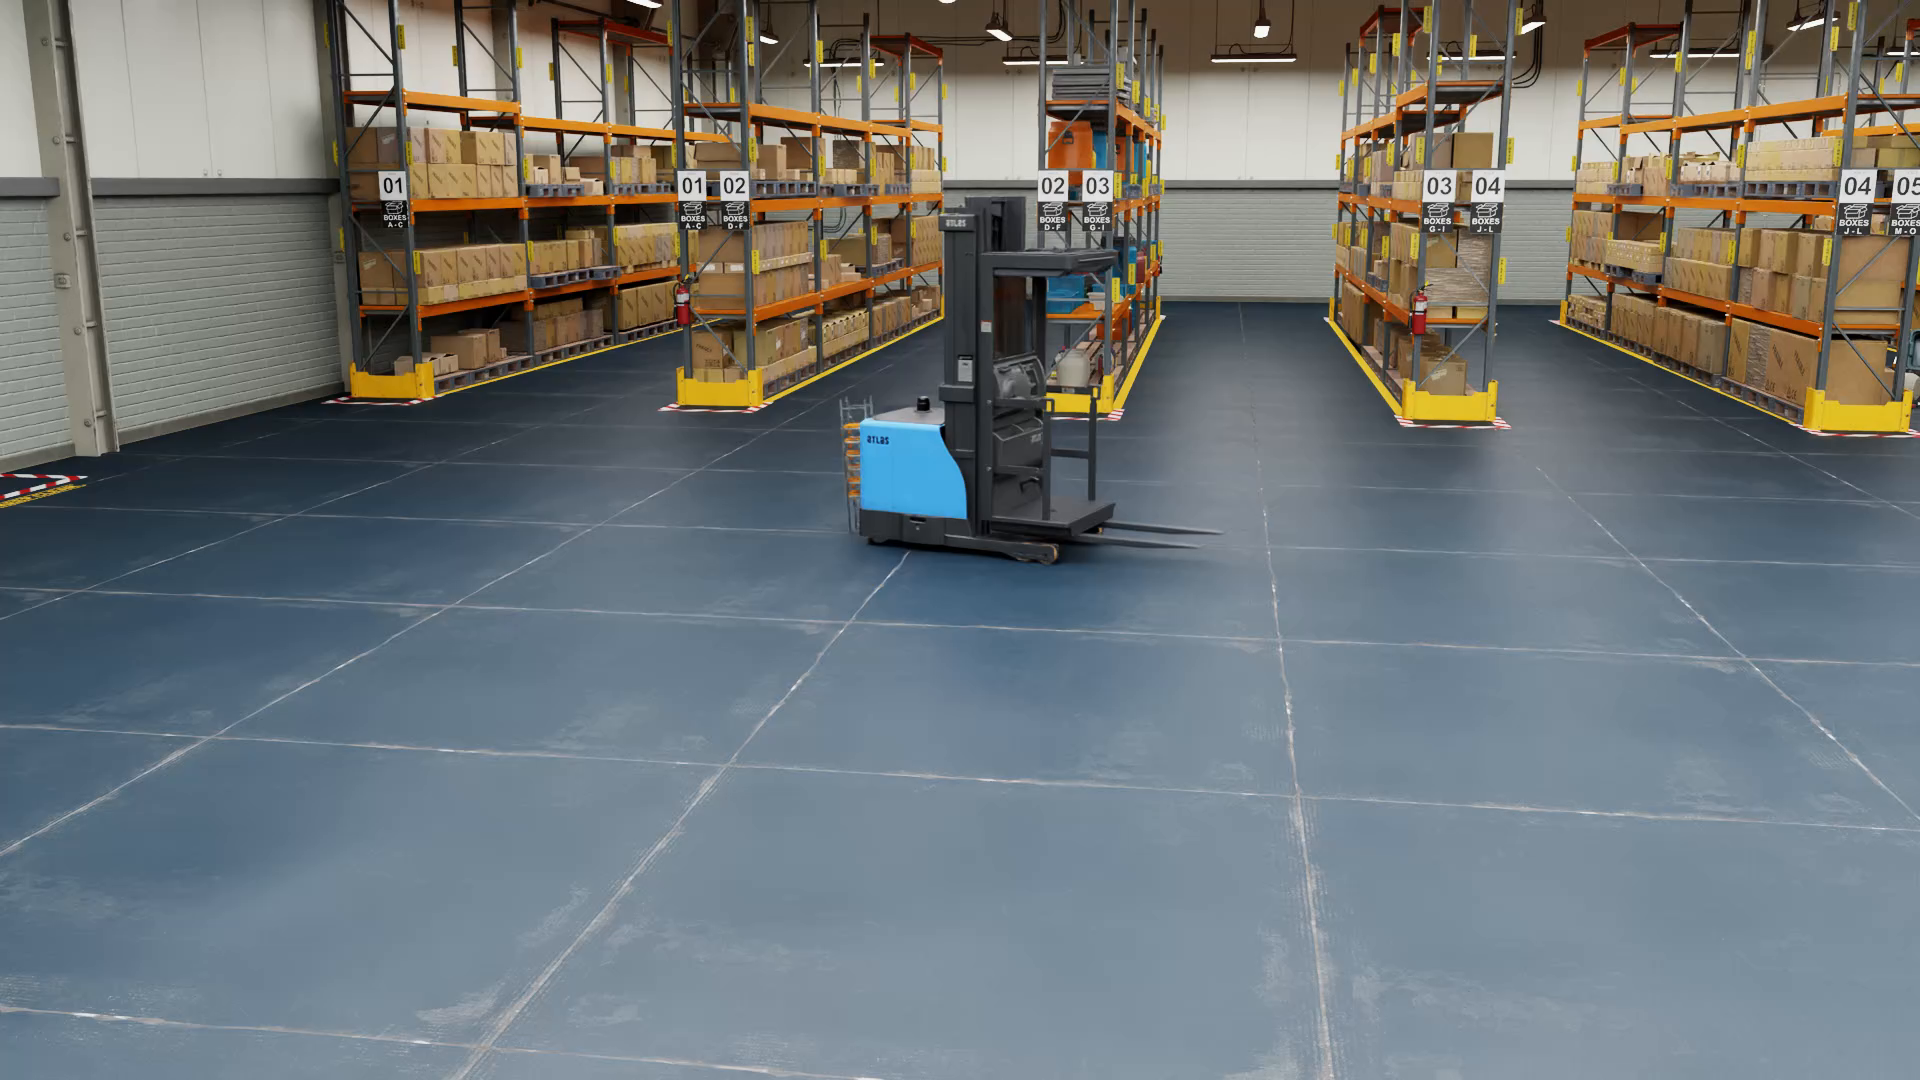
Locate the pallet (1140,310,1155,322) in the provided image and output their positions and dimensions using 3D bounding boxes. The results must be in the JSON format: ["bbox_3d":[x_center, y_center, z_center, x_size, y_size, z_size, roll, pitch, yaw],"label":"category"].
[{"bbox_3d":[3.829,-5.015,37.262,1.003,0.211,1.213,2,12,9],"label":"pallet"}]

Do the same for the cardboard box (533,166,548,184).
[{"bbox_3d":[-7.382,-6.239,28.417,0.500,0.311,0.500,2,12,10],"label":"cardboard box"}]

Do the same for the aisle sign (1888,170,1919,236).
[{"bbox_3d":[11.599,-4.122,20.328,0.394,0.787,0.004,2,12,9],"label":"aisle sign"}]

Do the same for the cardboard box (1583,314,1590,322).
[{"bbox_3d":[13.152,-4.597,34.473,0.380,0.149,0.250,2,12,9],"label":"cardboard box"}]

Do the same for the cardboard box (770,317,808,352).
[{"bbox_3d":[-2.689,-3.232,26.120,0.500,0.500,0.500,2,12,9],"label":"cardboard box"}]

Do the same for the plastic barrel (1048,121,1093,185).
[{"bbox_3d":[1.483,-5.204,22.387,0.600,0.830,0.708,2,12,9],"label":"plastic barrel"}]

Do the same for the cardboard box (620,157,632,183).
[{"bbox_3d":[-6.880,-7.264,32.677,0.700,0.500,0.500,3,12,12],"label":"cardboard box"}]

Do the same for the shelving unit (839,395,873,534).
[{"bbox_3d":[-0.879,-0.665,14.694,0.258,1.200,0.189,-1,12,14],"label":"shelving unit"}]

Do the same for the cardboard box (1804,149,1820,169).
[{"bbox_3d":[11.190,-4.883,21.327,0.500,0.250,0.500,2,12,9],"label":"cardboard box"}]

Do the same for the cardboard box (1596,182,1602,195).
[{"bbox_3d":[13.133,-7.087,33.493,0.500,0.250,0.500,2,12,8],"label":"cardboard box"}]

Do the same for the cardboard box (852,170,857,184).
[{"bbox_3d":[-2.144,-6.546,29.988,0.500,0.250,0.500,1,12,4],"label":"cardboard box"}]

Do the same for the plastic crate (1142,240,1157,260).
[{"bbox_3d":[4.128,-6.519,37.397,0.616,0.435,0.499,2,12,9],"label":"plastic crate"}]

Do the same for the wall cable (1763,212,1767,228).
[{"bbox_3d":[19.525,-7.753,40.864,0.585,1.953,0.123,2,12,9],"label":"wall cable"}]

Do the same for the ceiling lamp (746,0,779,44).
[{"bbox_3d":[-3.766,-11.558,32.910,0.800,3.185,2.000,2,12,9],"label":"ceiling lamp"}]

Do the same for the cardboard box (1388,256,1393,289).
[{"bbox_3d":[6.913,-3.992,24.956,0.875,0.500,0.500,2,12,9],"label":"cardboard box"}]

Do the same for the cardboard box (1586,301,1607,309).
[{"bbox_3d":[13.084,-4.832,34.154,0.380,0.149,0.250,1,12,7],"label":"cardboard box"}]

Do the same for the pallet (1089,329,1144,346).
[{"bbox_3d":[3.034,-3.939,32.268,1.003,0.211,1.213,2,12,9],"label":"pallet"}]

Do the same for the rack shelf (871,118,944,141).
[{"bbox_3d":[-1.207,-8.873,36.019,1.077,0.370,4.000,2,12,9],"label":"rack shelf"}]

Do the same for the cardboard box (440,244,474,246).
[{"bbox_3d":[-8.002,-4.476,26.670,0.500,0.500,0.500,2,12,8],"label":"cardboard box"}]

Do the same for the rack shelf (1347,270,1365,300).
[{"bbox_3d":[7.966,-4.787,31.294,1.077,0.370,4.000,2,12,9],"label":"rack shelf"}]

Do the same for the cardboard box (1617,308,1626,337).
[{"bbox_3d":[12.703,-4.101,31.341,0.500,0.500,0.500,2,12,11],"label":"cardboard box"}]

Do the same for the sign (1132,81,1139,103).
[{"bbox_3d":[2.691,-6.861,25.464,0.100,0.325,0.005,2,12,9],"label":"sign"}]

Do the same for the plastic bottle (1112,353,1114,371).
[{"bbox_3d":[2.321,-2.719,25.393,0.061,0.283,0.133,3,12,12],"label":"plastic bottle"}]

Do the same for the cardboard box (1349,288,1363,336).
[{"bbox_3d":[7.930,-4.217,30.989,1.225,0.875,0.875,2,12,9],"label":"cardboard box"}]

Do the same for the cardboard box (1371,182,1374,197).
[{"bbox_3d":[7.334,-6.026,28.571,0.500,0.250,0.500,2,12,10],"label":"cardboard box"}]

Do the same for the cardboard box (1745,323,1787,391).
[{"bbox_3d":[11.628,-2.558,23.291,0.875,0.875,0.875,2,12,9],"label":"cardboard box"}]

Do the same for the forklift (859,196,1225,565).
[{"bbox_3d":[0.684,-1.358,13.835,3.031,2.935,1.130,6,14,26],"label":"forklift"}]

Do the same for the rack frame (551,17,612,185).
[{"bbox_3d":[-7.025,-8.137,30.889,1.000,3.000,0.127,2,12,9],"label":"rack frame"}]

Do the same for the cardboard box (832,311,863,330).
[{"bbox_3d":[-2.040,-3.954,29.920,0.500,0.311,0.500,2,12,8],"label":"cardboard box"}]

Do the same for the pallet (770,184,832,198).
[{"bbox_3d":[-2.622,-5.768,27.474,0.805,0.209,1.217,1,12,6],"label":"pallet"}]

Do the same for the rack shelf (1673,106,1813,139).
[{"bbox_3d":[12.236,-6.510,25.997,1.077,0.370,4.000,2,12,9],"label":"rack shelf"}]

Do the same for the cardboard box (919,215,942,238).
[{"bbox_3d":[-0.696,-7.146,37.920,0.500,0.500,0.500,2,12,8],"label":"cardboard box"}]

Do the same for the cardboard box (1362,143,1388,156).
[{"bbox_3d":[8.424,-7.887,33.597,0.500,0.250,0.500,1,12,5],"label":"cardboard box"}]

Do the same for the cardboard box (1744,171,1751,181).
[{"bbox_3d":[11.536,-5.241,23.935,0.380,0.149,0.250,2,12,8],"label":"cardboard box"}]

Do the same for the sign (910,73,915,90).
[{"bbox_3d":[-0.965,-9.327,33.818,0.100,0.325,0.005,2,12,9],"label":"sign"}]

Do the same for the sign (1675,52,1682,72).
[{"bbox_3d":[12.006,-7.984,27.777,0.100,0.325,0.005,2,12,9],"label":"sign"}]

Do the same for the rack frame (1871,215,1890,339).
[{"bbox_3d":[18.065,-5.234,31.660,1.000,3.000,0.127,2,12,9],"label":"rack frame"}]

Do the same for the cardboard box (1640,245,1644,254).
[{"bbox_3d":[12.247,-5.138,29.400,0.380,0.149,0.250,2,12,10],"label":"cardboard box"}]

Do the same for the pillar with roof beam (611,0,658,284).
[{"bbox_3d":[-2.903,-9.004,34.911,9.100,9.000,0.548,2,12,9],"label":"pillar with roof beam"}]

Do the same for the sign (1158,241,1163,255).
[{"bbox_3d":[4.541,-6.614,37.674,0.100,0.325,0.005,2,12,9],"label":"sign"}]

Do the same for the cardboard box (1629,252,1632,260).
[{"bbox_3d":[12.366,-5.155,30.186,0.380,0.149,0.250,2,12,10],"label":"cardboard box"}]

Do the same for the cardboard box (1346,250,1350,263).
[{"bbox_3d":[8.082,-5.728,33.601,0.500,0.250,0.500,2,12,8],"label":"cardboard box"}]

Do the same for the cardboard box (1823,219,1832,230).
[{"bbox_3d":[18.253,-6.406,34.487,0.500,0.500,0.500,2,12,7],"label":"cardboard box"}]

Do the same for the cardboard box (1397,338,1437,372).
[{"bbox_3d":[6.942,-2.791,25.262,0.500,0.500,0.500,1,12,7],"label":"cardboard box"}]

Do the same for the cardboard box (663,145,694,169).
[{"bbox_3d":[-6.023,-8.190,35.597,0.500,0.500,0.500,2,12,8],"label":"cardboard box"}]

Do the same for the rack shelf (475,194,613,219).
[{"bbox_3d":[-7.333,-5.902,29.349,1.077,0.370,4.000,2,12,9],"label":"rack shelf"}]

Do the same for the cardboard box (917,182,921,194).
[{"bbox_3d":[-1.114,-7.467,35.258,0.500,0.250,0.500,2,12,9],"label":"cardboard box"}]

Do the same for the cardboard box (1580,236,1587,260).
[{"bbox_3d":[13.287,-6.102,34.745,0.500,0.500,0.500,2,12,9],"label":"cardboard box"}]

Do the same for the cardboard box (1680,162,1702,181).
[{"bbox_3d":[12.215,-6.074,27.416,0.500,0.311,0.500,2,12,9],"label":"cardboard box"}]

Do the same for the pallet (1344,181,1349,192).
[{"bbox_3d":[8.599,-7.401,34.807,1.003,0.211,1.213,2,12,9],"label":"pallet"}]

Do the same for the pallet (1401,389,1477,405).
[{"bbox_3d":[6.599,-1.878,22.706,1.003,0.211,1.213,2,12,9],"label":"pallet"}]

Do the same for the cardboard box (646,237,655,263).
[{"bbox_3d":[-6.458,-5.822,33.395,0.500,0.500,0.500,2,12,10],"label":"cardboard box"}]

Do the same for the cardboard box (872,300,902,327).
[{"bbox_3d":[-1.469,-4.551,33.380,0.500,0.500,0.500,2,12,9],"label":"cardboard box"}]

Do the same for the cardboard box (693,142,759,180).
[{"bbox_3d":[-3.268,-5.289,23.221,0.797,0.503,0.637,3,12,13],"label":"cardboard box"}]

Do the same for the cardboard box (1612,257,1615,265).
[{"bbox_3d":[12.565,-5.279,31.468,0.380,0.149,0.250,2,12,9],"label":"cardboard box"}]

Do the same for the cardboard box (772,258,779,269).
[{"bbox_3d":[-2.891,-4.088,24.564,0.380,0.149,0.250,2,12,8],"label":"cardboard box"}]

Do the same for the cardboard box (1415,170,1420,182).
[{"bbox_3d":[6.252,-4.824,22.047,0.380,0.149,0.250,1,12,6],"label":"cardboard box"}]
